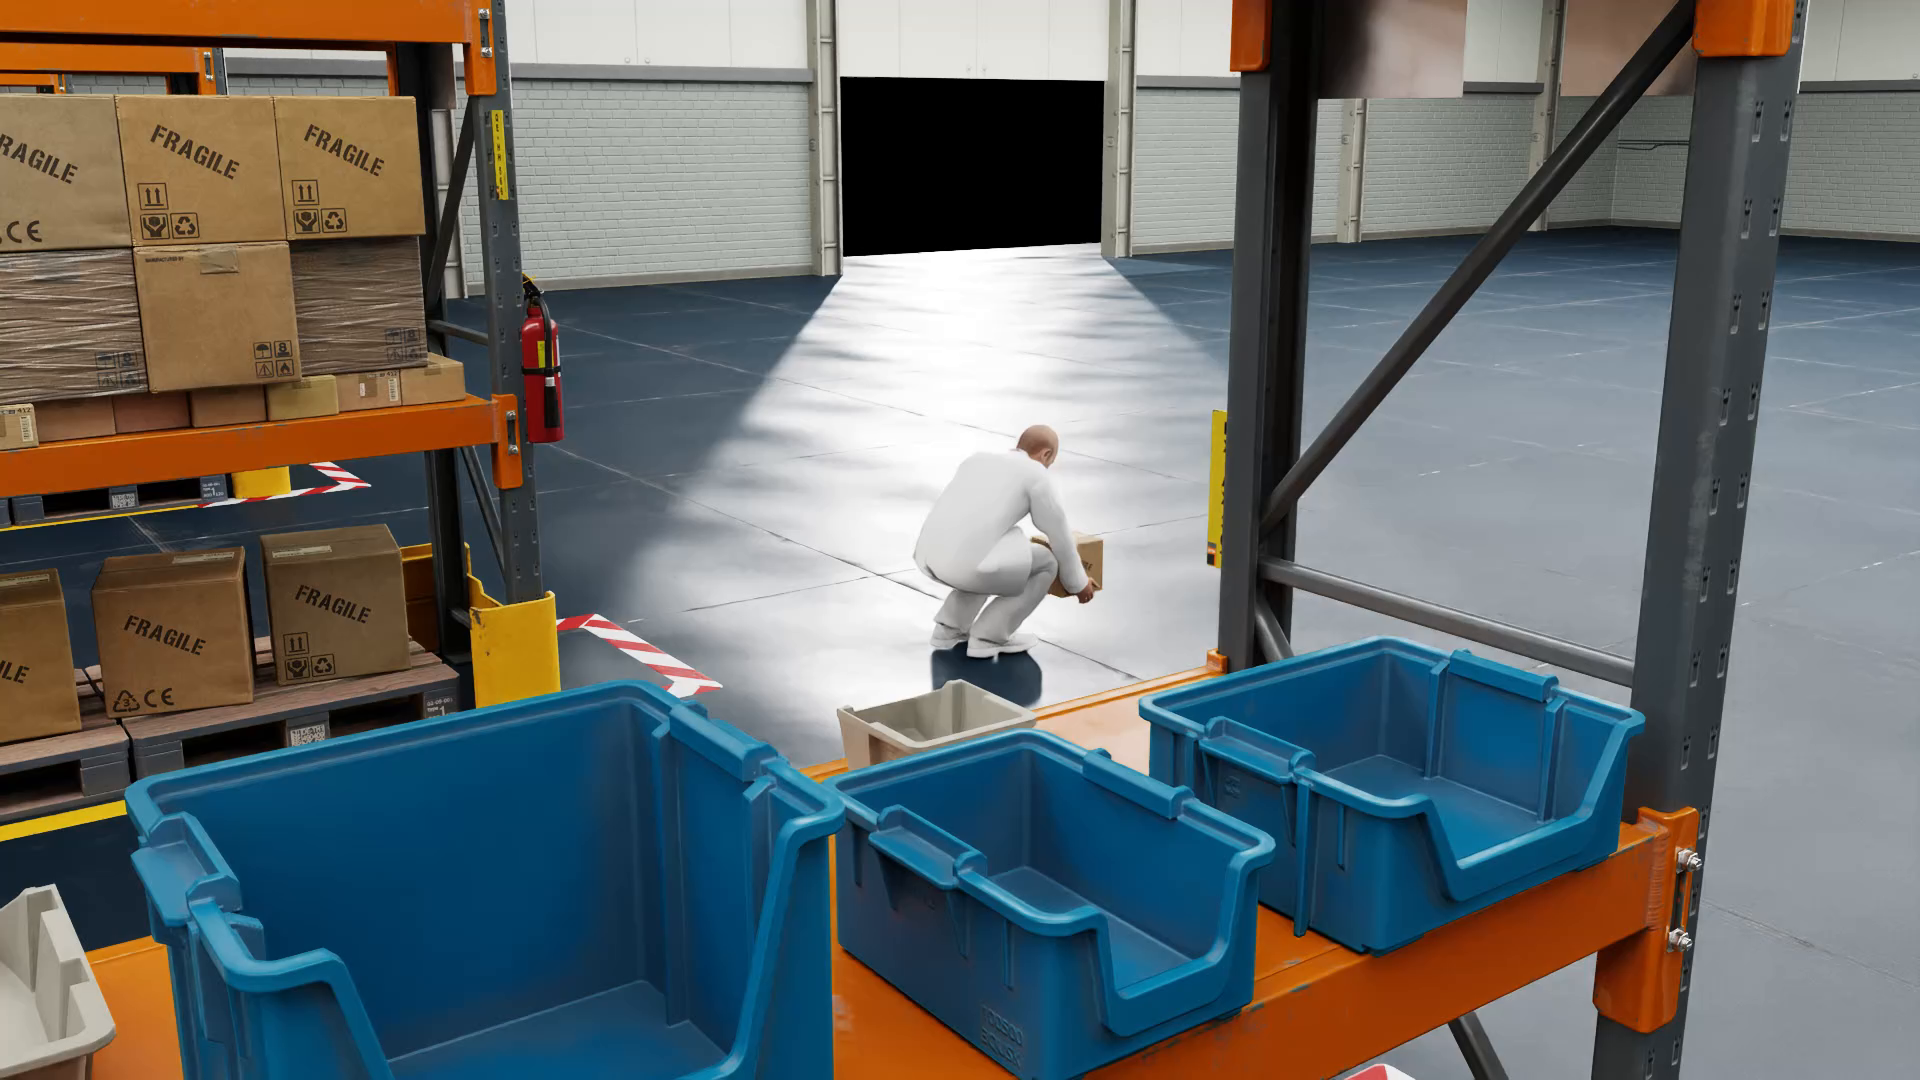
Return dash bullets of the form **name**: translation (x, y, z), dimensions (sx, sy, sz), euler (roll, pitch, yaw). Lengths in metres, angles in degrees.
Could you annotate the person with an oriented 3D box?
- **person**: translation (0.189, 0.001, 7.660), dimensions (0.912, 0.981, 0.607), euler (-10, 17, -35)
